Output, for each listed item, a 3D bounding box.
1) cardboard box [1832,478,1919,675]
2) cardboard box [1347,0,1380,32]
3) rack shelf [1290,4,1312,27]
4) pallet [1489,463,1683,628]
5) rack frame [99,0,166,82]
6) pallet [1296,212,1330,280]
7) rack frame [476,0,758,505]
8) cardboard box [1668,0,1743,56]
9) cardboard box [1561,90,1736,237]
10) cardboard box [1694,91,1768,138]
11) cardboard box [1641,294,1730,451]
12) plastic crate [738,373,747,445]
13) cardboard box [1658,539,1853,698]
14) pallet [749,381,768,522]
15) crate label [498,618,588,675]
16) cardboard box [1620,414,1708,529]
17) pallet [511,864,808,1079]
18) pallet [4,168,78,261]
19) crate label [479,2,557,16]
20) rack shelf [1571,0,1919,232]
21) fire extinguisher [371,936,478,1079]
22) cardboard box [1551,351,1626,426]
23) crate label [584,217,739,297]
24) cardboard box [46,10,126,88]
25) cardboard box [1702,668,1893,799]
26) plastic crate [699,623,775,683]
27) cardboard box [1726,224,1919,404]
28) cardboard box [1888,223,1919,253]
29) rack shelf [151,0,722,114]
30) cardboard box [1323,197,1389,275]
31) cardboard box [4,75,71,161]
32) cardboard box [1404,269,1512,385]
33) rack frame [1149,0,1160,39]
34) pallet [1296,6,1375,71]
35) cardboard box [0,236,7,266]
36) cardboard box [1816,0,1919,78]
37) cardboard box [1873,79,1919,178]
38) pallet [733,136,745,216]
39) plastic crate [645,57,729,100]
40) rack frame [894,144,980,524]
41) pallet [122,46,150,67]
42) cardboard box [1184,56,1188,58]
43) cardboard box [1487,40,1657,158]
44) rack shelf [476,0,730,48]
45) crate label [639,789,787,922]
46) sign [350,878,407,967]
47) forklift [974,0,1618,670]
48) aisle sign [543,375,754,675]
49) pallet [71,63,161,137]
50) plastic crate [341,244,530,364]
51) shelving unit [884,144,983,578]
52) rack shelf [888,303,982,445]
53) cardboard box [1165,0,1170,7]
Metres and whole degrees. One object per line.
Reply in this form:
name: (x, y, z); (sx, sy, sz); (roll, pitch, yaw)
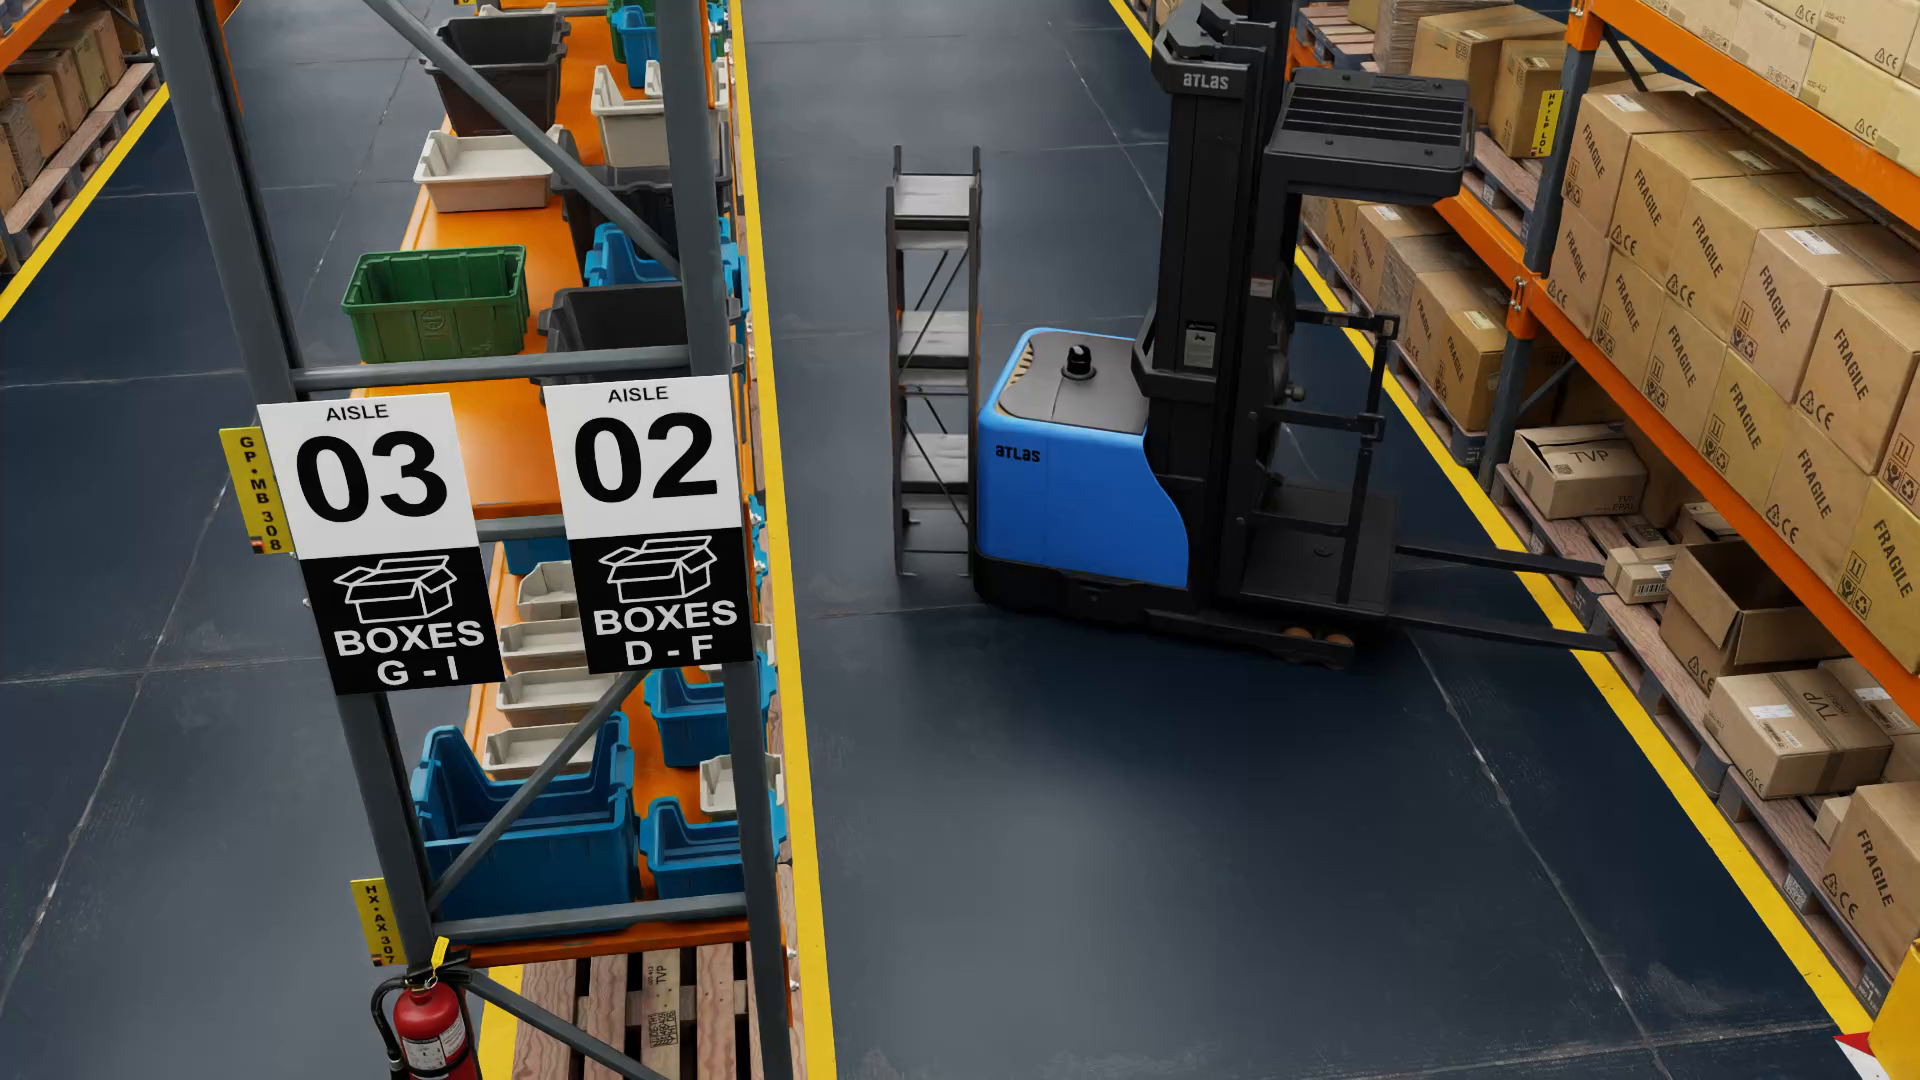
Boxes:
cardboard box: (3.504, 0.107, 5.841); (0.500, 0.500, 0.500); (-4, 34, -6)
cardboard box: (3.028, -3.670, 11.010); (0.700, 0.500, 0.500); (-16, 37, -22)
rack shelf: (2.563, -4.617, 13.500); (1.077, 0.370, 4.000); (-4, 35, -6)
pallet: (3.461, -0.030, 8.607); (1.003, 0.211, 1.213); (-4, 35, -6)
rack frame: (-7.523, -5.282, 13.837); (1.000, 3.000, 0.127); (-4, 35, -6)
pallet: (2.894, -2.226, 11.829); (1.003, 0.211, 1.213); (-4, 35, -6)
rack frame: (-1.539, -1.193, 7.837); (1.000, 3.000, 0.127); (-4, 35, -6)
cardboard box: (3.253, -2.174, 6.746); (0.500, 0.250, 0.500); (-4, 35, -6)
cardboard box: (3.154, -1.736, 7.657); (0.500, 0.500, 0.500); (-4, 34, -5)
cardboard box: (3.694, -1.758, 7.689); (0.500, 0.500, 0.500); (-4, 34, -6)
cardboard box: (3.305, -0.737, 7.079); (0.500, 0.500, 0.500); (-5, 35, -7)
plastic crate: (-1.123, -0.500, 7.010); (0.437, 0.125, 0.590); (-4, 35, -6)
cardboard box: (3.627, 0.332, 7.425); (0.797, 0.503, 0.637); (-4, 35, -6)
pallet: (-1.602, -0.474, 9.258); (1.003, 0.211, 1.213); (-4, 35, -6)
crate label: (-1.377, 0.366, 5.730); (0.396, 0.136, 0.243); (-4, 35, -6)
cardboard box: (3.727, -0.418, 8.529); (0.500, 0.500, 0.500); (-4, 35, -6)
pallet: (-1.074, 1.729, 6.026); (1.003, 0.211, 1.213); (-4, 35, -6)
pallet: (-7.089, -2.334, 11.987); (1.003, 0.211, 1.213); (-4, 35, -6)
crate label: (-1.760, -2.028, 6.633); (0.293, 0.136, 0.466); (-4, 35, -6)
rack shelf: (3.638, -1.392, 6.104); (1.077, 0.370, 4.000); (-4, 35, -6)
fire extinguisher: (-1.431, 1.344, 4.514); (0.296, 0.674, 0.183); (-4, 35, -6)
cardboard box: (3.546, -1.003, 9.387); (0.500, 0.500, 0.500); (-6, 35, -9)
crate label: (-0.805, -0.678, 4.550); (0.408, 0.251, 0.502); (-4, 35, -6)
cardboard box: (-7.462, -4.086, 13.912); (0.700, 0.500, 0.500); (-7, 35, -10)
cardboard box: (3.492, 0.804, 6.958); (0.500, 0.250, 0.500); (-4, 35, -6)
plastic crate: (-0.761, 0.397, 5.685); (0.250, 0.136, 0.298); (-4, 35, -6)
cardboard box: (3.363, -0.873, 6.391); (0.500, 0.500, 0.500); (-3, 34, -5)
cardboard box: (3.900, -0.910, 6.445); (0.500, 0.500, 0.500); (-5, 35, -7)
rack shelf: (-1.270, -2.093, 4.825); (1.077, 0.370, 4.000); (-4, 35, -6)
cardboard box: (2.748, -2.099, 10.996); (0.500, 0.500, 0.500); (-5, 35, -7)
cardboard box: (-7.266, -3.195, 12.604); (0.700, 0.500, 0.500); (-2, 34, -2)
cardboard box: (2.961, -1.245, 9.742); (0.500, 0.500, 0.500); (-4, 35, -6)
rack frame: (2.294, -6.030, 14.935); (1.000, 3.000, 0.127); (-4, 35, -6)
pallet: (2.992, -3.346, 11.166); (1.213, 0.211, 1.003); (-4, 35, -6)
cardboard box: (-6.913, -1.959, 10.474); (1.225, 0.875, 0.875); (-6, 35, -9)
cardboard box: (3.381, -1.822, 5.786); (0.500, 0.250, 0.500); (-4, 35, -6)
cardboard box: (3.441, -1.336, 5.516); (0.500, 0.250, 0.500); (-4, 35, -6)
pallet: (-2.143, -2.708, 12.536); (1.003, 0.211, 1.213); (-4, 35, -6)
plastic crate: (-0.991, -1.642, 6.067); (0.293, 0.136, 0.466); (-4, 35, -6)
rack frame: (-0.106, -0.960, 8.294); (0.400, 2.100, 0.015); (1, 34, 2)
pallet: (-7.649, -4.502, 15.168); (1.003, 0.211, 1.213); (-4, 35, -6)
cardboard box: (2.242, -4.249, 14.390); (0.500, 0.250, 0.500); (-5, 35, -8)
cardboard box: (3.372, -2.441, 9.206); (0.700, 0.500, 0.500); (1, 34, 1)
rack shelf: (-1.808, -3.251, 8.832); (1.077, 0.370, 4.000); (-4, 35, -6)
crate label: (-0.708, 0.921, 4.830); (0.416, 0.233, 0.303); (-4, 35, -6)
sign: (-1.544, 1.023, 4.441); (0.100, 0.325, 0.005); (-4, 35, -6)
forklift: (1.643, -0.933, 7.517); (3.031, 2.935, 1.130); (9, 35, 13)
aisle sign: (-0.697, -0.017, 3.803); (0.394, 0.787, 0.004); (-4, 35, -6)
pallet: (-7.417, -3.695, 13.985); (1.003, 0.211, 1.213); (-4, 35, -6)
plastic crate: (-1.417, -0.641, 4.552); (0.450, 0.188, 0.336); (-4, 35, -6)
shelving unit: (-0.116, -0.822, 8.092); (0.431, 2.100, 0.503); (1, 34, 2)
rack shelf: (-0.116, -0.811, 8.100); (0.431, 0.518, 0.480); (1, 34, 2)
cardboard box: (2.102, -5.050, 15.067); (0.500, 0.311, 0.500); (-4, 35, -6)
